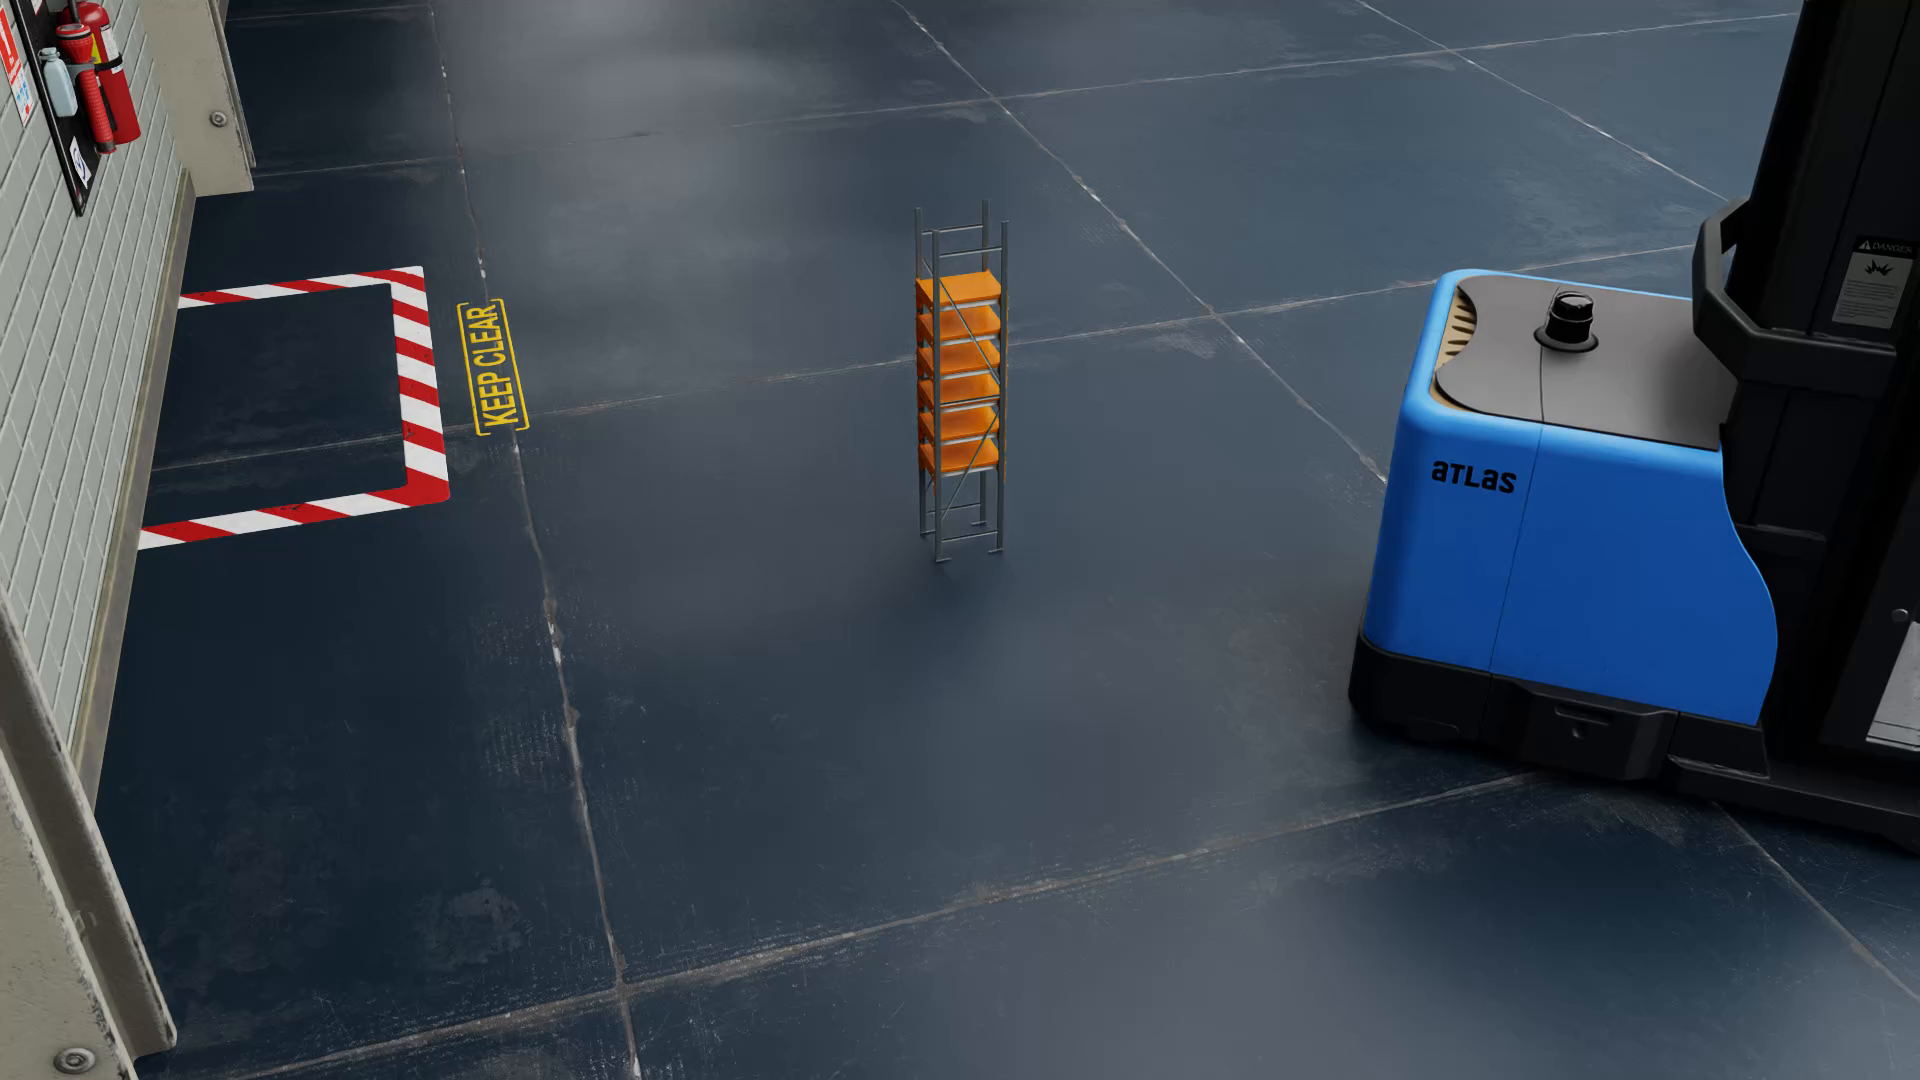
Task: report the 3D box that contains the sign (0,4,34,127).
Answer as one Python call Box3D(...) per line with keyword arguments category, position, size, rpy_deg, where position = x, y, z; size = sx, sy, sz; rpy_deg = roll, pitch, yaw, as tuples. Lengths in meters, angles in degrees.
Box3D(category="sign", position=(-3.002, -1.505, 5.274), size=(0.001, 0.329, 0.234), rpy_deg=(-10, 35, -15))

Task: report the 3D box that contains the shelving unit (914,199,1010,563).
Box3D(category="shelving unit", position=(0.004, -0.493, 5.408), size=(0.258, 1.200, 0.189), rpy_deg=(-10, 35, -15))

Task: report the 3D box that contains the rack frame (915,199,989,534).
Box3D(category="rack frame", position=(-0.023, -0.541, 5.480), size=(0.240, 1.200, 0.006), rpy_deg=(-10, 35, -15))

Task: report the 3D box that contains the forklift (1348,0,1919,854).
Box3D(category="forklift", position=(2.720, -0.647, 4.070), size=(3.031, 2.935, 1.130), rpy_deg=(11, 35, 16))

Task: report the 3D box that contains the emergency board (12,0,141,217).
Box3D(category="emergency board", position=(-3.073, -1.797, 5.749), size=(0.194, 1.169, 0.643), rpy_deg=(-10, 35, -15))

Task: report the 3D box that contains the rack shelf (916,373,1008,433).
Box3D(category="rack shelf", position=(0.004, -0.456, 5.432), size=(0.258, 0.103, 0.180), rpy_deg=(-10, 35, -15))

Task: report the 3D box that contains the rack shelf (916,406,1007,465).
Box3D(category="rack shelf", position=(0.004, -0.356, 5.498), size=(0.258, 0.103, 0.180), rpy_deg=(-10, 35, -15))

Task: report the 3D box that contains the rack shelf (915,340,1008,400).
Box3D(category="rack shelf", position=(0.004, -0.556, 5.366), size=(0.258, 0.103, 0.180), rpy_deg=(-10, 35, -15))

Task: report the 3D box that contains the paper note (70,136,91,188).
Box3D(category="paper note", position=(-3.085, -1.325, 5.834), size=(0.016, 0.148, 0.142), rpy_deg=(-10, 35, -15))

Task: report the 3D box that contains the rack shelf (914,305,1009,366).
Box3D(category="rack shelf", position=(0.004, -0.656, 5.300), size=(0.258, 0.103, 0.180), rpy_deg=(-10, 35, -15))

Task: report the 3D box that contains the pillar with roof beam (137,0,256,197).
Box3D(category="pillar with roof beam", position=(0.309, -6.328, 7.164), size=(9.100, 9.000, 0.400), rpy_deg=(-10, 35, -15))

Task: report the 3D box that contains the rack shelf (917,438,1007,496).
Box3D(category="rack shelf", position=(0.004, -0.256, 5.565), size=(0.258, 0.103, 0.180), rpy_deg=(-10, 35, -15))

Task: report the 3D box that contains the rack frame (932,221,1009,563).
Box3D(category="rack frame", position=(0.032, -0.445, 5.335), size=(0.240, 1.200, 0.006), rpy_deg=(-10, 35, -15))

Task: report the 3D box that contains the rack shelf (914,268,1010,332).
Box3D(category="rack shelf", position=(0.004, -0.756, 5.234), size=(0.258, 0.103, 0.180), rpy_deg=(-10, 35, -15))
